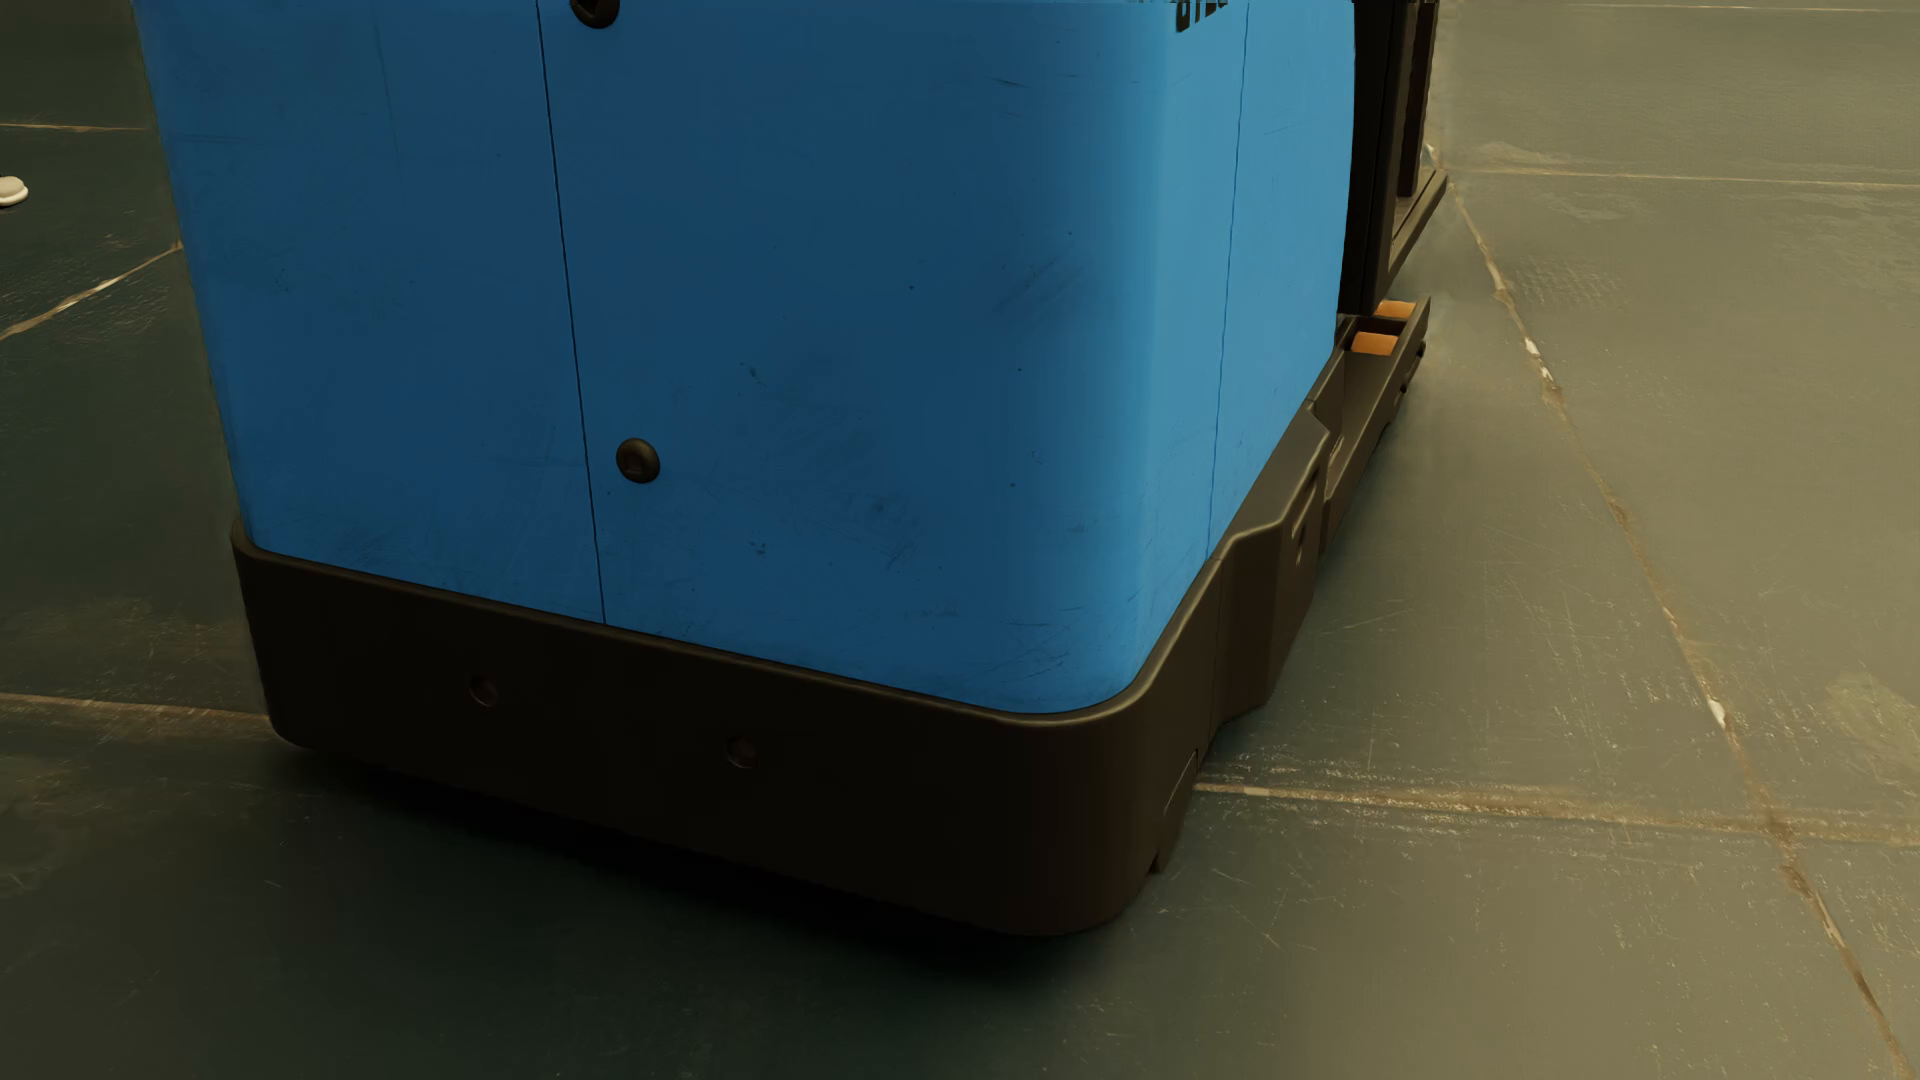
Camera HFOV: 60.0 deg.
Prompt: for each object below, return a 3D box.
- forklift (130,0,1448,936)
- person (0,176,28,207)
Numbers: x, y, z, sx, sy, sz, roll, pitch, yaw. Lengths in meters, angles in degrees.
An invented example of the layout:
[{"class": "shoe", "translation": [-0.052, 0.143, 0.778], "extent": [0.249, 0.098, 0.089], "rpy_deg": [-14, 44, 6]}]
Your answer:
[{"class": "forklift", "translation": [0.219, -1.569, 2.362], "extent": [1.130, 2.935, 3.031], "rpy_deg": [10, 28, 20]}, {"class": "person", "translation": [-2.603, -1.529, 3.766], "extent": [0.710, 1.632, 0.481], "rpy_deg": [10, 28, 19]}]
